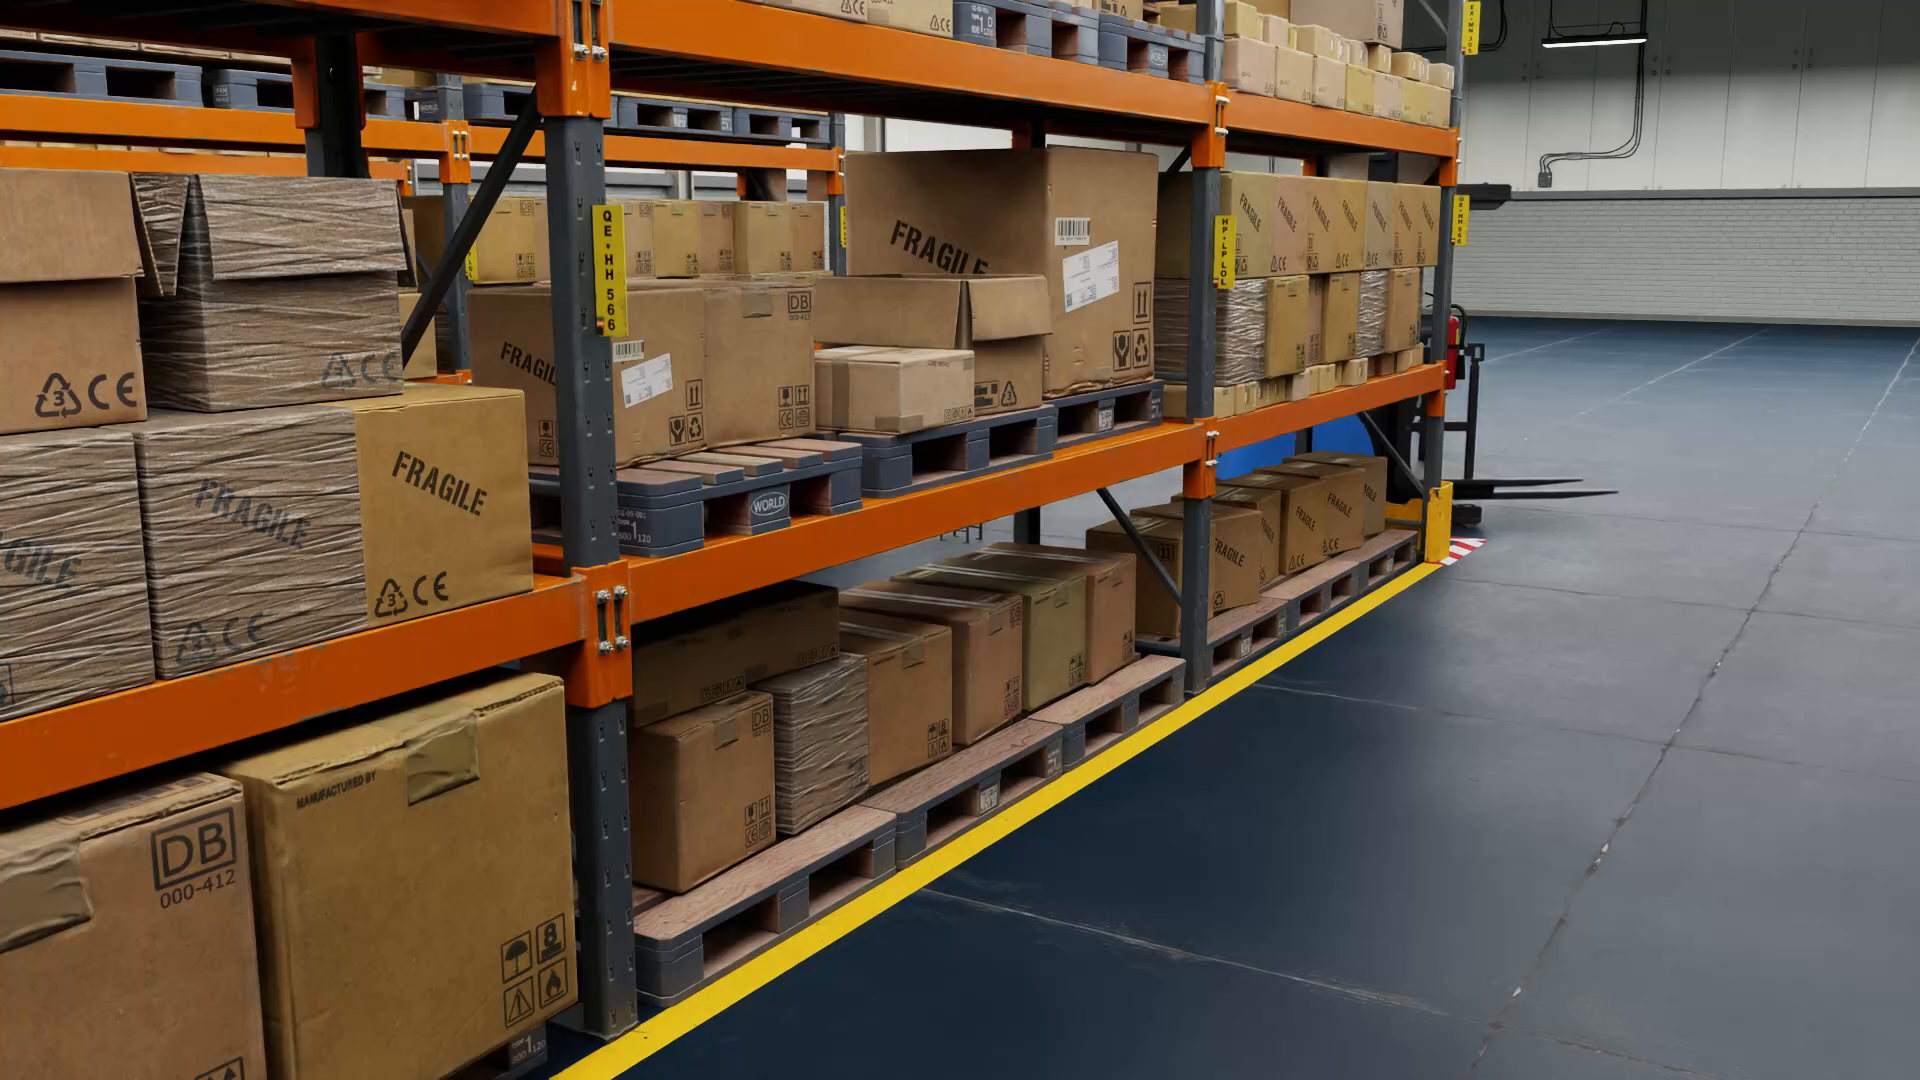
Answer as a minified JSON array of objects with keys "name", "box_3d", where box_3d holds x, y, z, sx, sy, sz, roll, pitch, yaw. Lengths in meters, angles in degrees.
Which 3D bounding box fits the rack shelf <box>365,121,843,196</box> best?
[{"name":"rack shelf","box_3d":[-2.425,-2.712,12.005,1.077,0.370,4.000,6,12,31]}]

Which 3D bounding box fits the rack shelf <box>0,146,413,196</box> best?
[{"name":"rack shelf","box_3d":[-6.708,-3.169,14.446,1.077,0.370,4.000,6,12,31]}]

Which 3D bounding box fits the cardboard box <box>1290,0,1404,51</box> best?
[{"name":"cardboard box","box_3d":[2.211,-3.063,9.489,0.500,0.500,0.500,6,12,31]}]

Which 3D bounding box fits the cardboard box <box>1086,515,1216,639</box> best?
[{"name":"cardboard box","box_3d":[0.965,0.177,8.425,0.500,0.500,0.500,6,12,29]}]

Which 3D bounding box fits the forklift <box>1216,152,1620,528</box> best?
[{"name":"forklift","box_3d":[3.470,-1.627,12.592,3.031,2.935,1.130,-1,11,-4]}]

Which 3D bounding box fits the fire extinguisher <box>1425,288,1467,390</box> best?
[{"name":"fire extinguisher","box_3d":[3.253,-1.352,11.147,0.296,0.674,0.183,6,12,31]}]

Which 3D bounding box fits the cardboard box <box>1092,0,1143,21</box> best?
[{"name":"cardboard box","box_3d":[0.395,-2.454,7.250,0.797,0.503,0.637,6,12,28]}]

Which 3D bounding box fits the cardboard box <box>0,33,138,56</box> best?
[{"name":"cardboard box","box_3d":[-4.450,-2.586,8.207,0.500,0.311,0.500,6,12,30]}]

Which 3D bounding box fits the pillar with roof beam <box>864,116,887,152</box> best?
[{"name":"pillar with roof beam","box_3d":[1.979,-8.181,31.113,9.100,9.000,0.548,6,12,31]}]

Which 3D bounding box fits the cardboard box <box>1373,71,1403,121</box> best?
[{"name":"cardboard box","box_3d":[2.237,-2.558,9.635,0.500,0.250,0.500,7,13,32]}]

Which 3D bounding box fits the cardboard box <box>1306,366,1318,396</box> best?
[{"name":"cardboard box","box_3d":[1.720,-0.867,9.031,0.380,0.149,0.250,6,12,31]}]

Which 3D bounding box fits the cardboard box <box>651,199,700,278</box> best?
[{"name":"cardboard box","box_3d":[-2.390,-2.189,12.068,0.875,0.550,0.500,6,12,31]}]

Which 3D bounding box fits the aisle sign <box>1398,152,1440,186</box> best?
[{"name":"aisle sign","box_3d":[3.088,-2.674,10.938,0.394,0.787,0.004,6,12,31]}]

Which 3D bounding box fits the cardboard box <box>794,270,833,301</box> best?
[{"name":"cardboard box","box_3d":[-1.541,-1.916,13.546,0.875,0.550,0.550,6,12,31]}]

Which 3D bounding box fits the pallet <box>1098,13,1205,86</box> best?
[{"name":"pallet","box_3d":[0.312,-2.082,7.195,1.213,0.211,1.003,6,12,31]}]

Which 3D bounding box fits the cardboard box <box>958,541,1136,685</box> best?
[{"name":"cardboard box","box_3d":[0.386,0.320,7.603,0.700,0.500,0.500,5,12,26]}]

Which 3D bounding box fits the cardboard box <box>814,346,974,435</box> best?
[{"name":"cardboard box","box_3d":[-0.287,-0.532,5.824,0.500,0.250,0.500,6,12,29]}]

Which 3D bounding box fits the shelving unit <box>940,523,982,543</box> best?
[{"name":"shelving unit","box_3d":[0.008,-0.592,11.770,0.258,1.200,0.189,6,12,31]}]

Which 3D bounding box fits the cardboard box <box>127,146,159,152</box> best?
[{"name":"cardboard box","box_3d":[-6.845,-3.272,13.724,0.380,0.149,0.250,6,12,29]}]

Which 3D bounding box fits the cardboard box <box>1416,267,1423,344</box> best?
[{"name":"cardboard box","box_3d":[2.491,-1.527,10.794,0.875,0.500,0.500,6,12,31]}]

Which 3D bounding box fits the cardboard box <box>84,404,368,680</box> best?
[{"name":"cardboard box","box_3d":[-1.662,-0.027,3.592,0.500,0.500,0.500,6,12,30]}]

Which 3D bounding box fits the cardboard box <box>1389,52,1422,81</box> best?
[{"name":"cardboard box","box_3d":[2.529,-2.814,9.920,0.380,0.149,0.250,6,12,31]}]

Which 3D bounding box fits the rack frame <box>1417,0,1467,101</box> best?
[{"name":"rack frame","box_3d":[2.800,-4.364,10.727,1.000,3.000,0.127,6,12,31]}]

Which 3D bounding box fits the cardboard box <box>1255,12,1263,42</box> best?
[{"name":"cardboard box","box_3d":[1.235,-2.453,7.994,0.380,0.149,0.250,6,12,28]}]

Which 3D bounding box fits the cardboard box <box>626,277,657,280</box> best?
[{"name":"cardboard box","box_3d":[-2.635,-1.572,11.704,0.875,0.550,0.550,6,12,31]}]

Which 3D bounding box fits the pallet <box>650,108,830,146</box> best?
[{"name":"pallet","box_3d":[-1.763,-3.219,12.998,1.003,0.211,1.213,6,12,31]}]

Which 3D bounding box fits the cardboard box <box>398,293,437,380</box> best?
[{"name":"cardboard box","box_3d":[-3.506,-1.218,9.950,0.500,0.500,0.500,6,12,30]}]

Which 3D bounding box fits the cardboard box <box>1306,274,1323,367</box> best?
[{"name":"cardboard box","box_3d":[1.473,-1.210,9.102,0.875,0.500,0.500,6,12,31]}]

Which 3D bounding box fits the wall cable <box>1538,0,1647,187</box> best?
[{"name":"wall cable","box_3d":[15.295,-11.579,40.020,2.305,6.003,0.169,6,12,31]}]

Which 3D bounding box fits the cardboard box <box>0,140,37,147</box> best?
[{"name":"cardboard box","box_3d":[-7.371,-3.110,12.861,0.380,0.149,0.250,6,12,30]}]

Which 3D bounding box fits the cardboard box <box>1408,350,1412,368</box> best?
[{"name":"cardboard box","box_3d":[2.698,-1.188,10.747,0.380,0.149,0.250,6,12,31]}]

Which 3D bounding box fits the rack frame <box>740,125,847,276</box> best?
[{"name":"rack frame","box_3d":[-1.387,-1.905,13.895,1.000,3.000,0.127,6,12,31]}]

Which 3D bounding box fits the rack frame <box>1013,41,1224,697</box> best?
[{"name":"rack frame","box_3d":[0.723,-0.787,7.918,1.000,3.000,0.127,6,12,31]}]

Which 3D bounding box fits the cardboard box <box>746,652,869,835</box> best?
[{"name":"cardboard box","box_3d":[-0.746,0.659,5.793,0.700,0.500,0.500,5,12,26]}]

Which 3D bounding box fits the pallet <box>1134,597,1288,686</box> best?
[{"name":"pallet","box_3d":[1.042,0.475,8.757,1.003,0.211,1.213,6,12,31]}]

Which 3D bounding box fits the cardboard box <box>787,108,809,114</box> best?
[{"name":"cardboard box","box_3d":[-1.401,-3.388,12.930,0.380,0.149,0.250,7,12,31]}]

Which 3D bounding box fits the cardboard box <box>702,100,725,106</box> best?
[{"name":"cardboard box","box_3d":[-1.930,-3.227,12.075,0.380,0.149,0.250,6,12,31]}]

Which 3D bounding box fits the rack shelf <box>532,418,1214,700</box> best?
[{"name":"rack shelf","box_3d":[-0.315,-0.118,6.304,1.077,0.370,4.000,6,12,31]}]

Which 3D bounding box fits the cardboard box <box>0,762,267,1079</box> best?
[{"name":"cardboard box","box_3d":[-2.199,0.927,3.401,1.225,0.875,0.875,6,12,31]}]

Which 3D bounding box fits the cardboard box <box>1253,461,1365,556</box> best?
[{"name":"cardboard box","box_3d":[2.180,-0.199,10.434,0.500,0.500,0.500,-10,14,-43]}]

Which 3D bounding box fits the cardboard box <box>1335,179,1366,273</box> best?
[{"name":"cardboard box","box_3d":[1.943,-1.757,9.304,0.500,0.500,0.500,6,12,31]}]

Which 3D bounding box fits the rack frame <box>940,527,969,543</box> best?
[{"name":"rack frame","box_3d":[-0.040,-0.578,11.694,0.240,1.200,0.006,6,12,31]}]

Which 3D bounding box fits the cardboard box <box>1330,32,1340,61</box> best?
[{"name":"cardboard box","box_3d":[1.800,-2.614,8.850,0.380,0.149,0.250,6,12,30]}]

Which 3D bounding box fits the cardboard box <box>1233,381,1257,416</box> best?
[{"name":"cardboard box","box_3d":[1.233,-0.706,8.172,0.380,0.149,0.250,6,12,31]}]

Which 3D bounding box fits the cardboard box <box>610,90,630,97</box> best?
[{"name":"cardboard box","box_3d":[-2.457,-3.068,11.222,0.380,0.149,0.250,6,12,30]}]

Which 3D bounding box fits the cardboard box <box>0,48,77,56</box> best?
[{"name":"cardboard box","box_3d":[-4.877,-2.726,8.444,0.500,0.500,0.500,6,12,31]}]

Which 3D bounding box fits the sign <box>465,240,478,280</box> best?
[{"name":"sign","box_3d":[-2.995,-1.756,10.166,0.100,0.325,0.005,6,12,31]}]

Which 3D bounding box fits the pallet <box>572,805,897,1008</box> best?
[{"name":"pallet","box_3d":[-0.947,1.090,5.470,1.003,0.211,1.213,6,12,31]}]

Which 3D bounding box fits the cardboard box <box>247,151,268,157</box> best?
[{"name":"cardboard box","box_3d":[-6.305,-3.432,14.579,0.380,0.149,0.250,6,12,29]}]

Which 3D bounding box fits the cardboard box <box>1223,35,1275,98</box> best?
[{"name":"cardboard box","box_3d":[1.176,-2.233,7.904,0.500,0.250,0.500,6,12,28]}]
